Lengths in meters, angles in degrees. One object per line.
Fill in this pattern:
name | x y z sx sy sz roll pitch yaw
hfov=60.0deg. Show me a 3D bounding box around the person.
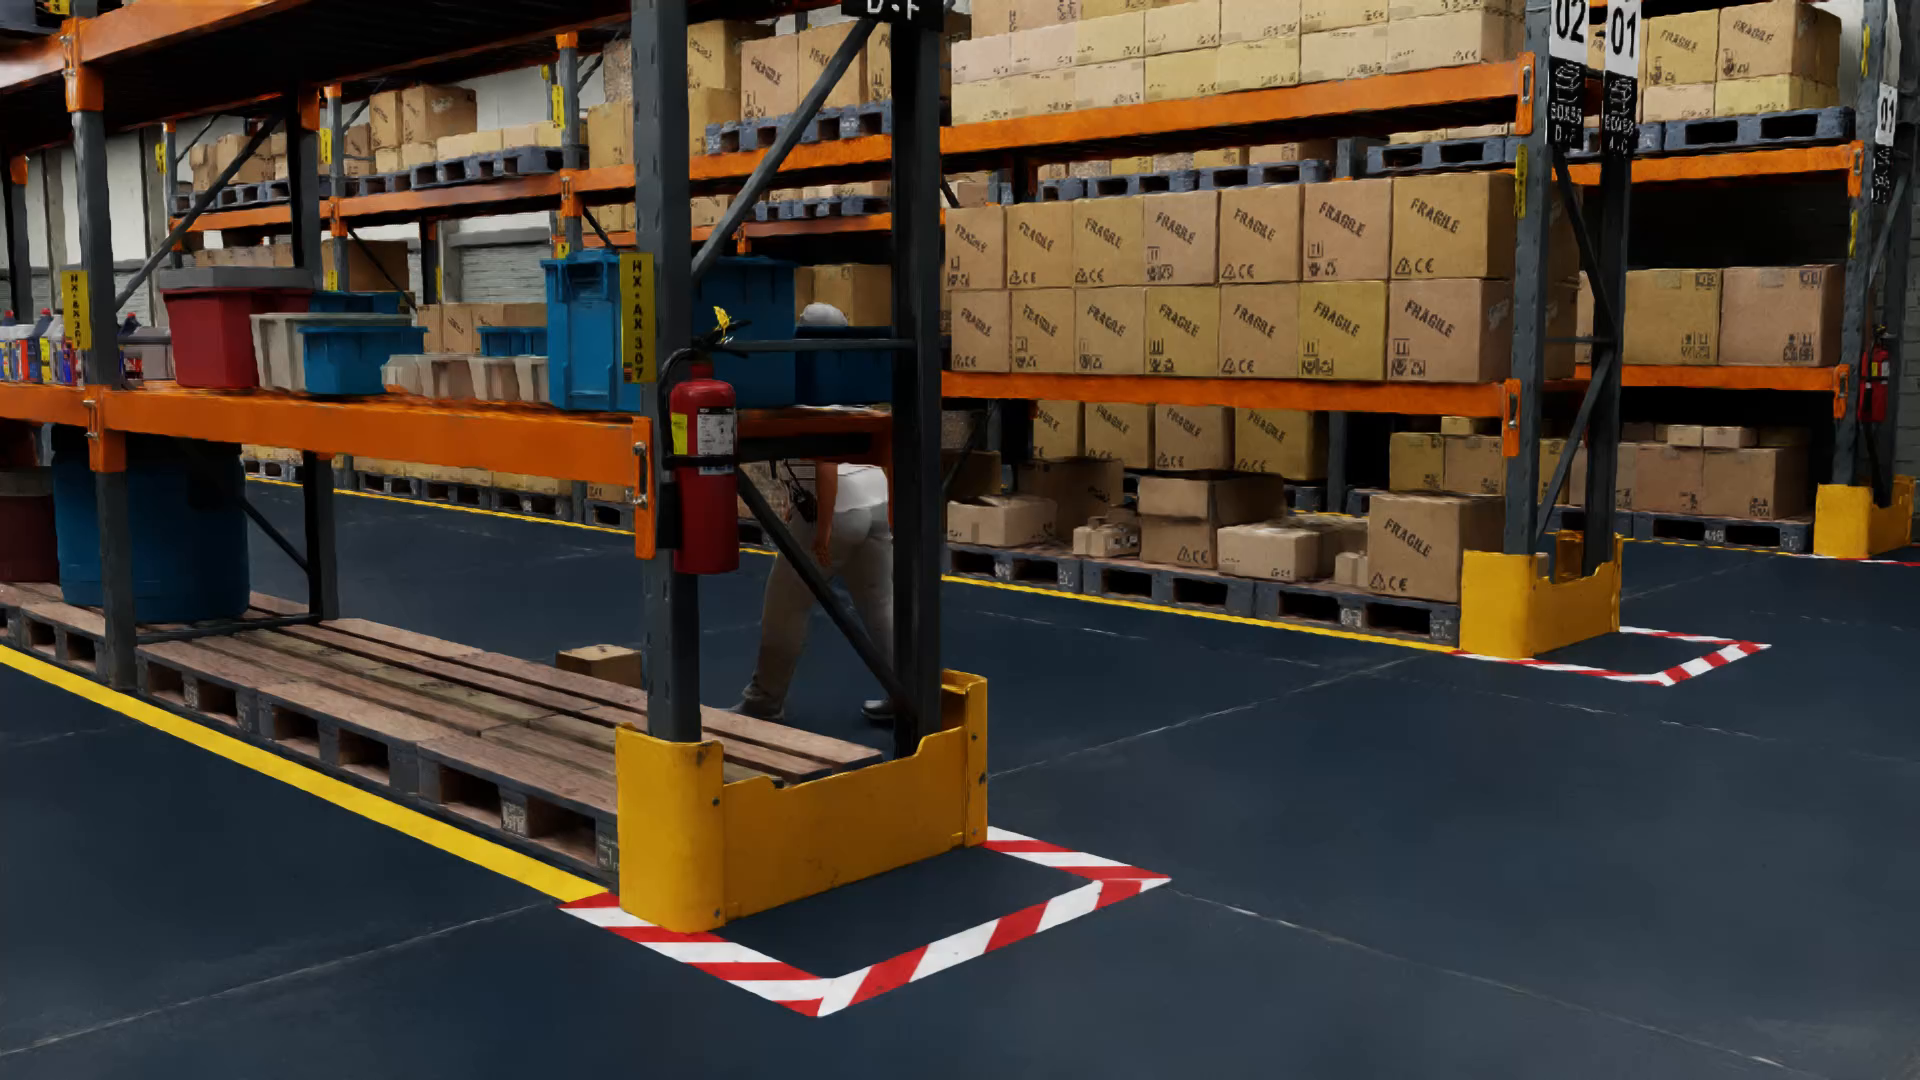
person | -0.558 -0.090 6.443 0.826 1.644 0.604 3 8 19
